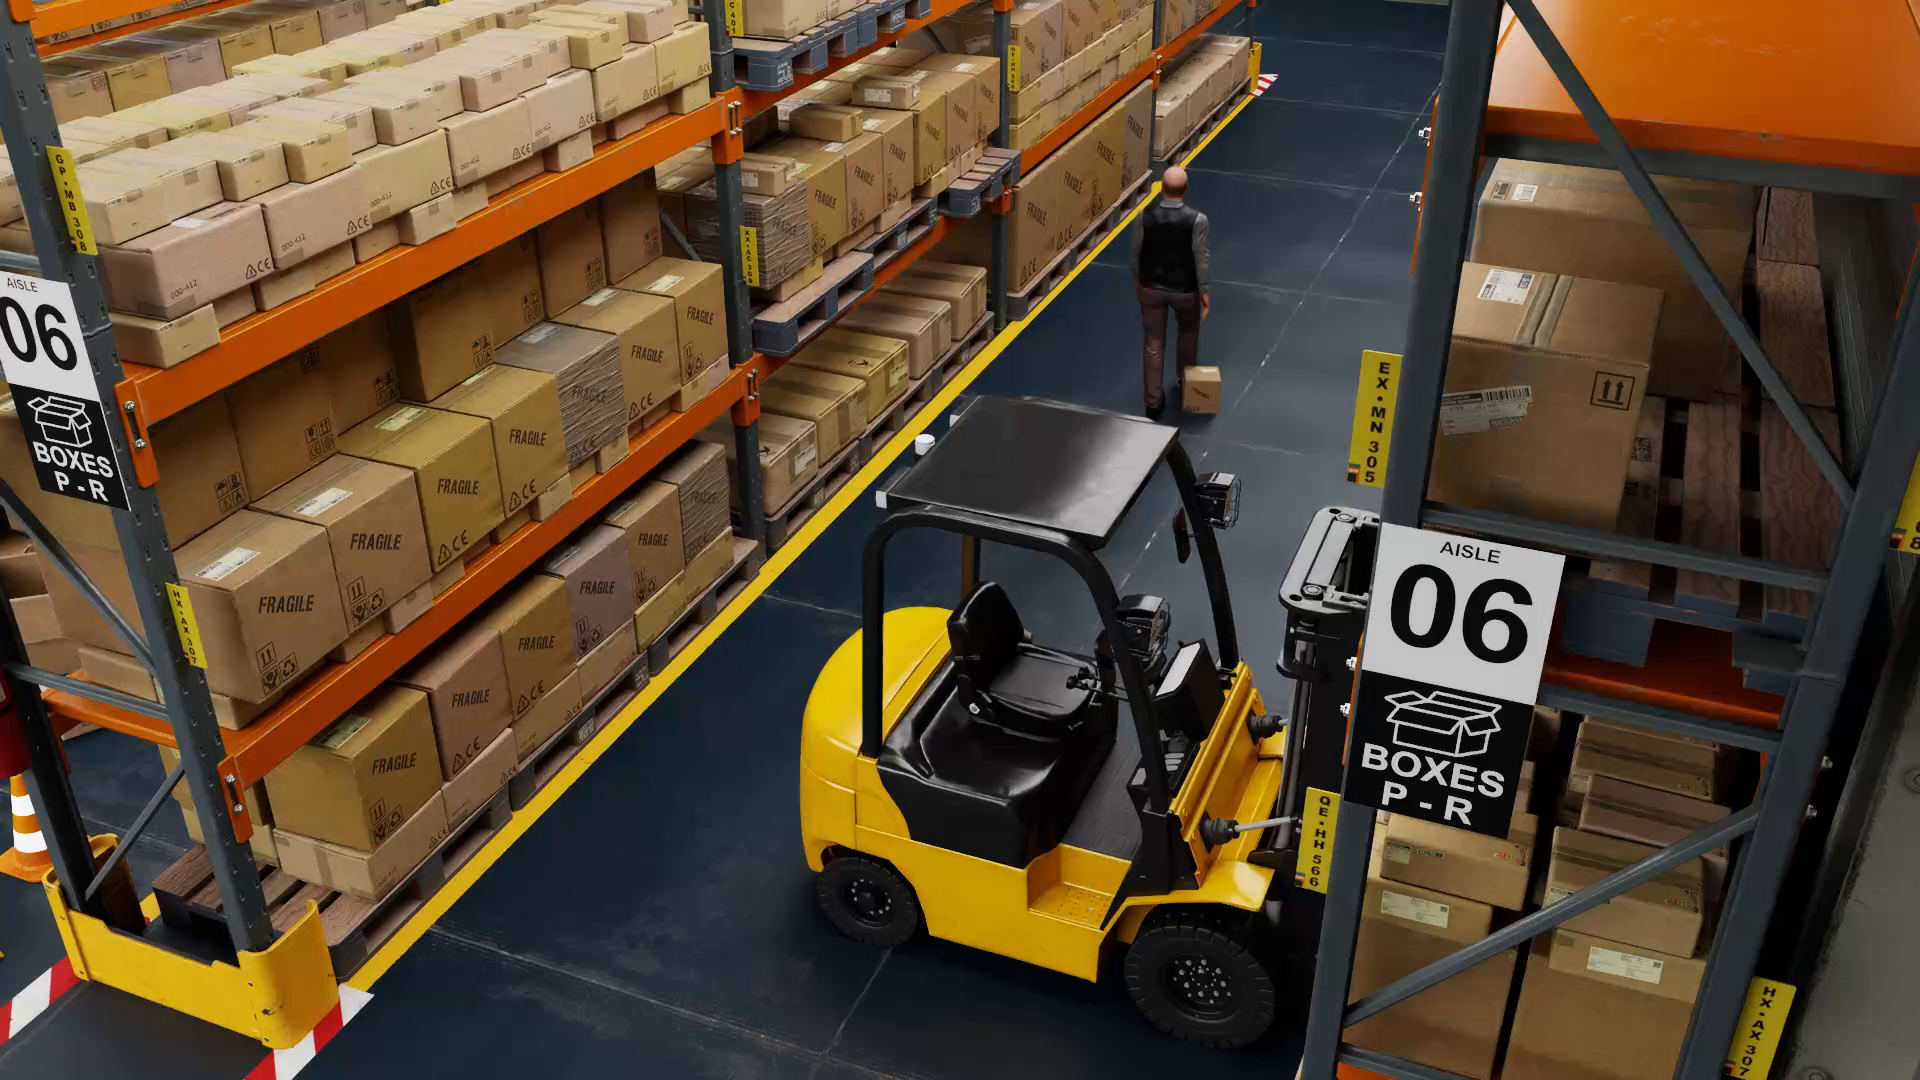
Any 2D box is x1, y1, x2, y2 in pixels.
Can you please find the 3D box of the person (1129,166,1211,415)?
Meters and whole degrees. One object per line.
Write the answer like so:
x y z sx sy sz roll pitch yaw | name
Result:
1.461 -1.761 11.552 0.590 1.729 0.828 6 30 11 | person
